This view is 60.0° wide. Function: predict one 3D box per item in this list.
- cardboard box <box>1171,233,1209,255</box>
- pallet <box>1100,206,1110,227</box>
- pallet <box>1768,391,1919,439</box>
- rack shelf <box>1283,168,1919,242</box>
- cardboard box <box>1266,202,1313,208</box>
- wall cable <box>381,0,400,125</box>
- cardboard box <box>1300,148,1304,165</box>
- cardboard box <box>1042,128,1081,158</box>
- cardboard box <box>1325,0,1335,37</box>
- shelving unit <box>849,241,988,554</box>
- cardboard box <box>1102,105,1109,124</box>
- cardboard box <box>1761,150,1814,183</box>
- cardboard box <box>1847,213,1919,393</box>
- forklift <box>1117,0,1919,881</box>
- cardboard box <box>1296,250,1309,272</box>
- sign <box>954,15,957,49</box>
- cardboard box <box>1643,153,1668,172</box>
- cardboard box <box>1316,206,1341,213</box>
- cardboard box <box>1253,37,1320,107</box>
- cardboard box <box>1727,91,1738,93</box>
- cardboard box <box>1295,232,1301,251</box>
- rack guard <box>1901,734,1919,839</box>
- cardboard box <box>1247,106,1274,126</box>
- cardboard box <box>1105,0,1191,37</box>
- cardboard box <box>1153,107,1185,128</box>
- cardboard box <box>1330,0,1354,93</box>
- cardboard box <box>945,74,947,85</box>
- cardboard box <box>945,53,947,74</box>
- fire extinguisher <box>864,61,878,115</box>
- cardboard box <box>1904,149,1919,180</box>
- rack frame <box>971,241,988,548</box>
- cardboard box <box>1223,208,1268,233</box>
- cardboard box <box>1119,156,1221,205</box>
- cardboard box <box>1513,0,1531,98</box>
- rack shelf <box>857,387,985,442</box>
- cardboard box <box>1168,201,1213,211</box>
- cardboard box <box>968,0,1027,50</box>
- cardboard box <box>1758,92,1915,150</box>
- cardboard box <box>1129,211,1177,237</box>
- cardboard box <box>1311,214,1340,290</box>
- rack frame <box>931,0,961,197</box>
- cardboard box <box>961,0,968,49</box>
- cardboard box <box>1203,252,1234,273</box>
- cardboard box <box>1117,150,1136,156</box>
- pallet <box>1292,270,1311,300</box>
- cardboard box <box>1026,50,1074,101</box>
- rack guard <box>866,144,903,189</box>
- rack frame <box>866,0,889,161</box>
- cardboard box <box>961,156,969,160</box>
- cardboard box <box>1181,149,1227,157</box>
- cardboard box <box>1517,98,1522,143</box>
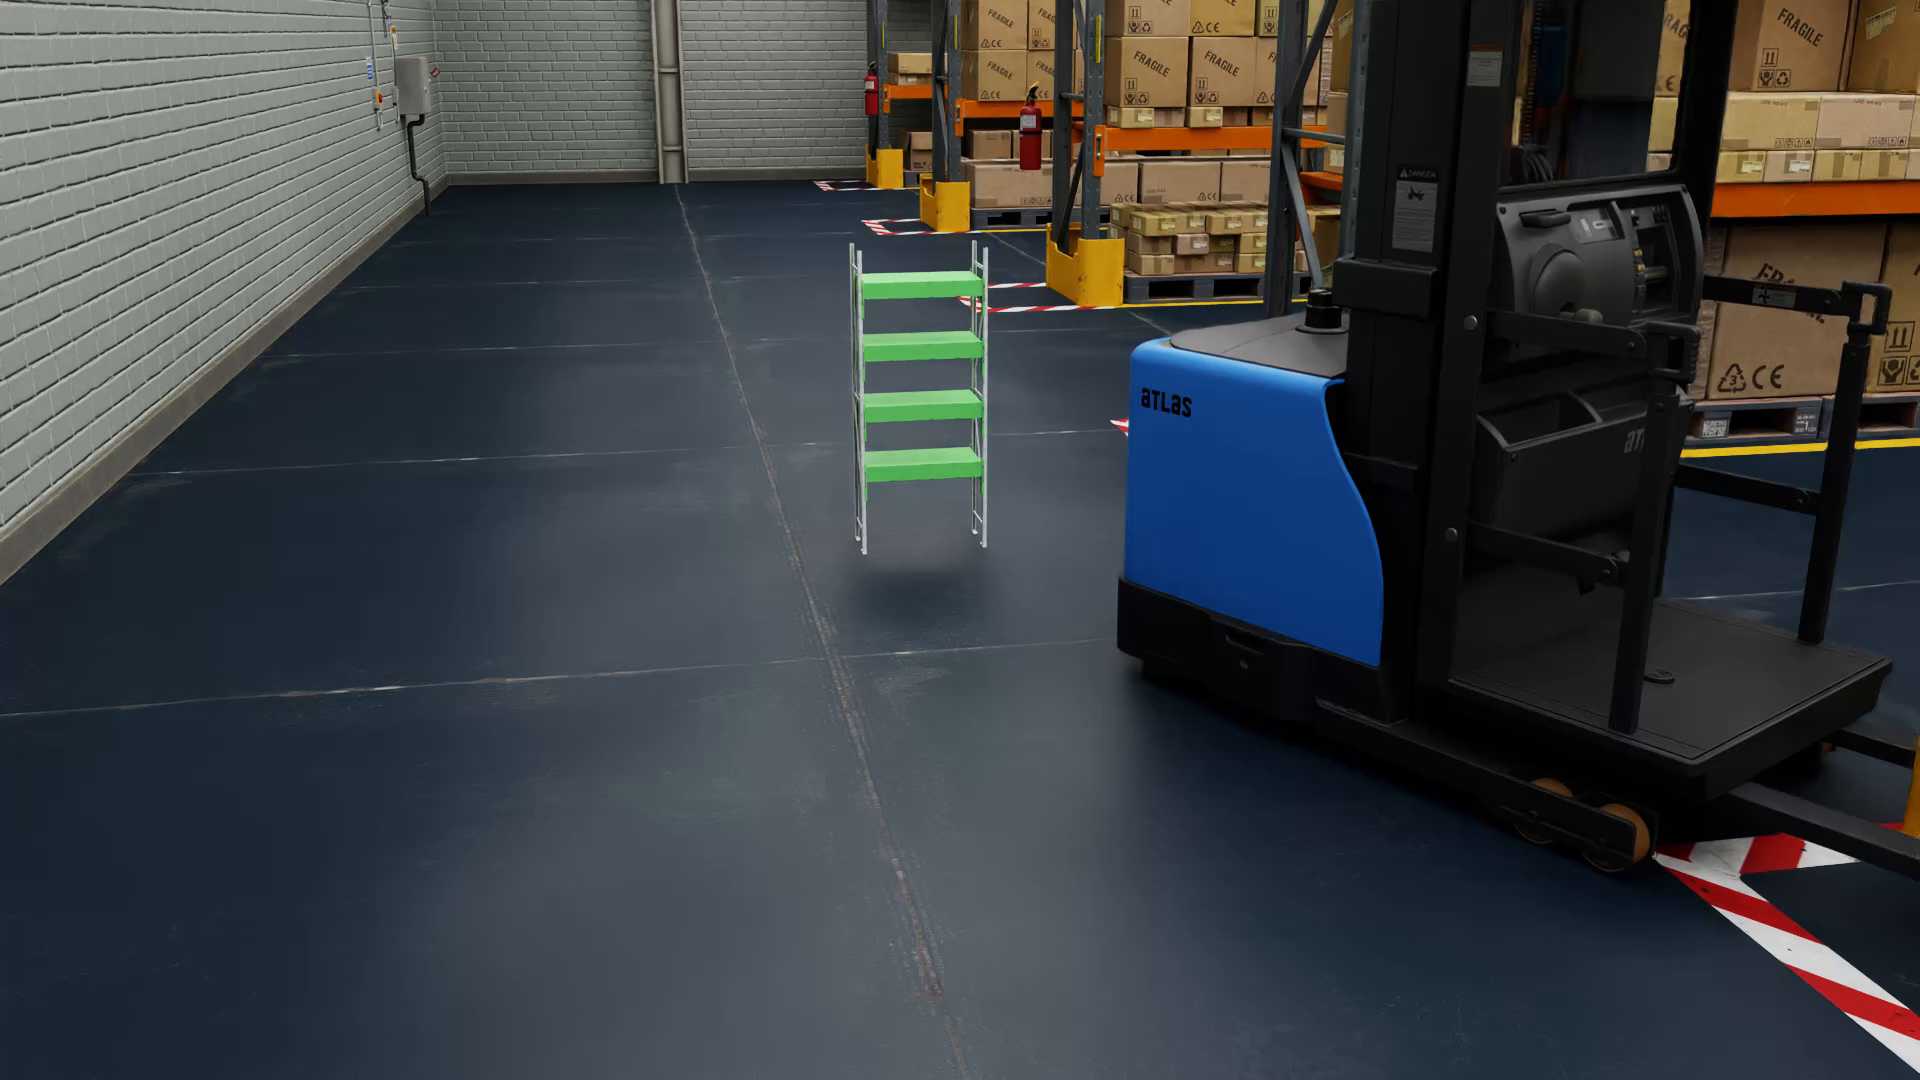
[{"bbox_3d":[1.736,-2.294,12.805,0.250,0.149,0.380,-3,17,-11],"label":"cardboard box"},{"bbox_3d":[1.820,-3.582,18.114,1.213,0.211,1.003,-3,17,-10],"label":"pallet"},{"bbox_3d":[4.901,-0.794,9.037,1.213,0.211,1.003,-3,17,-10],"label":"pallet"},{"bbox_3d":[3.698,-1.691,8.435,4.000,0.370,1.077,-3,17,-10],"label":"rack shelf"},{"bbox_3d":[2.652,-2.643,13.434,0.250,0.149,0.380,-4,17,-12],"label":"cardboard box"},{"bbox_3d":[-5.958,-5.354,17.404,0.122,1.984,0.588,-3,17,-10],"label":"wall cable"},{"bbox_3d":[4.877,-5.488,23.114,0.500,0.500,0.500,-4,17,-12],"label":"cardboard box"},{"bbox_3d":[1.394,-5.318,22.560,0.500,0.500,0.700,-4,18,-13],"label":"cardboard box"},{"bbox_3d":[2.893,-4.058,12.534,0.500,0.500,0.500,-4,17,-12],"label":"cardboard box"},{"bbox_3d":[-0.163,-0.564,6.606,0.503,1.200,0.258,-3,17,-10],"label":"shelving unit"},{"bbox_3d":[1.159,-3.339,13.002,0.250,0.149,0.380,-3,17,-10],"label":"cardboard box"},{"bbox_3d":[3.913,-1.830,8.088,0.250,0.149,0.380,-3,17,-10],"label":"cardboard box"},{"bbox_3d":[4.999,-1.318,8.898,0.875,0.875,0.875,-3,17,-10],"label":"cardboard box"},{"bbox_3d":[1.834,-0.743,4.237,1.130,2.935,3.031,-14,22,-37],"label":"forklift"},{"bbox_3d":[2.717,-2.201,13.011,0.250,0.149,0.380,-4,18,-13],"label":"cardboard box"},{"bbox_3d":[-0.046,-5.072,16.608,0.005,0.325,0.100,-3,17,-10],"label":"sign"},{"bbox_3d":[3.154,-1.786,7.947,0.250,0.149,0.380,-4,17,-12],"label":"cardboard box"},{"bbox_3d":[2.989,-2.534,13.079,0.250,0.149,0.380,-3,17,-10],"label":"cardboard box"},{"bbox_3d":[2.390,-3.556,12.602,0.500,0.500,0.500,-3,17,-10],"label":"cardboard box"},{"bbox_3d":[3.669,-2.185,8.565,0.500,0.250,0.500,-3,17,-10],"label":"cardboard box"},{"bbox_3d":[2.474,-2.358,13.014,0.250,0.149,0.380,-4,18,-13],"label":"cardboard box"},{"bbox_3d":[2.653,0.704,3.669,0.348,0.500,1.175,-3,17,-10],"label":"rack guard"},{"bbox_3d":[2.289,-3.251,12.714,0.250,0.149,0.380,-3,17,-11],"label":"cardboard box"},{"bbox_3d":[1.384,-3.976,12.268,0.500,0.500,0.500,-3,17,-11],"label":"cardboard box"},{"bbox_3d":[1.515,-3.189,12.514,0.250,0.149,0.380,-3,17,-8],"label":"cardboard box"},{"bbox_3d":[2.163,-2.456,8.170,0.500,0.500,0.500,-3,17,-10],"label":"cardboard box"},{"bbox_3d":[-0.223,-6.083,21.935,0.250,0.149,0.380,-3,17,-11],"label":"cardboard box"},{"bbox_3d":[-0.099,-6.258,21.826,0.500,0.250,0.500,-3,17,-10],"label":"cardboard box"},{"bbox_3d":[-1.147,-5.855,21.532,0.183,0.674,0.296,-3,17,-10],"label":"fire extinguisher"},{"bbox_3d":[4.668,-1.872,8.227,0.250,0.149,0.380,-3,17,-9],"label":"cardboard box"},{"bbox_3d":[0.077,-0.578,6.650,0.015,1.200,0.240,-3,17,-10],"label":"rack frame"},{"bbox_3d":[2.219,-2.478,12.897,0.250,0.149,0.380,-4,18,-13],"label":"cardboard box"},{"bbox_3d":[2.266,-3.925,18.132,0.875,0.438,0.875,-4,17,-12],"label":"cardboard box"},{"bbox_3d":[2.748,-2.330,7.760,0.500,0.500,0.500,-4,17,-12],"label":"cardboard box"},{"bbox_3d":[-0.163,-0.503,6.624,0.480,0.148,0.258,-3,17,-10],"label":"rack shelf"},{"bbox_3d":[1.852,-2.633,13.402,0.250,0.149,0.380,-4,17,-12],"label":"cardboard box"},{"bbox_3d":[0.380,-5.251,16.926,0.500,0.500,0.500,-4,17,-12],"label":"cardboard box"},{"bbox_3d":[4.270,-2.059,8.155,0.500,0.250,0.500,-3,17,-9],"label":"cardboard box"},{"bbox_3d":[1.472,-2.413,12.686,0.250,0.149,0.380,-4,18,-13],"label":"cardboard box"},{"bbox_3d":[2.348,-1.168,8.408,0.875,0.875,0.875,-3,17,-10],"label":"cardboard box"},{"bbox_3d":[-0.145,-4.781,17.268,0.127,3.000,1.000,-3,17,-10],"label":"rack frame"},{"bbox_3d":[0.283,-5.402,17.418,0.500,0.500,0.500,-3,17,-9],"label":"cardboard box"},{"bbox_3d":[1.952,-2.188,12.968,0.250,0.149,0.380,-3,17,-10],"label":"cardboard box"},{"bbox_3d":[2.143,-5.381,23.087,0.500,0.311,0.500,-3,17,-8],"label":"cardboard box"},{"bbox_3d":[2.967,-2.133,13.396,1.213,0.211,1.003,-3,17,-10],"label":"pallet"},{"bbox_3d":[0.872,-4.809,17.189,0.500,0.500,0.500,-3,17,-11],"label":"cardboard box"},{"bbox_3d":[-1.016,-5.021,22.307,0.348,0.500,1.175,-3,17,-10],"label":"rack guard"},{"bbox_3d":[-1.091,-6.212,21.926,0.127,3.000,1.000,-3,17,-10],"label":"rack frame"},{"bbox_3d":[-0.048,-5.069,22.346,0.250,0.149,0.380,-4,18,-13],"label":"cardboard box"},{"bbox_3d":[3.354,-5.402,22.834,0.500,0.500,0.500,-2,17,-8],"label":"cardboard box"},{"bbox_3d":[2.766,-1.974,7.879,0.500,0.250,0.500,-3,17,-11],"label":"cardboard box"}]
